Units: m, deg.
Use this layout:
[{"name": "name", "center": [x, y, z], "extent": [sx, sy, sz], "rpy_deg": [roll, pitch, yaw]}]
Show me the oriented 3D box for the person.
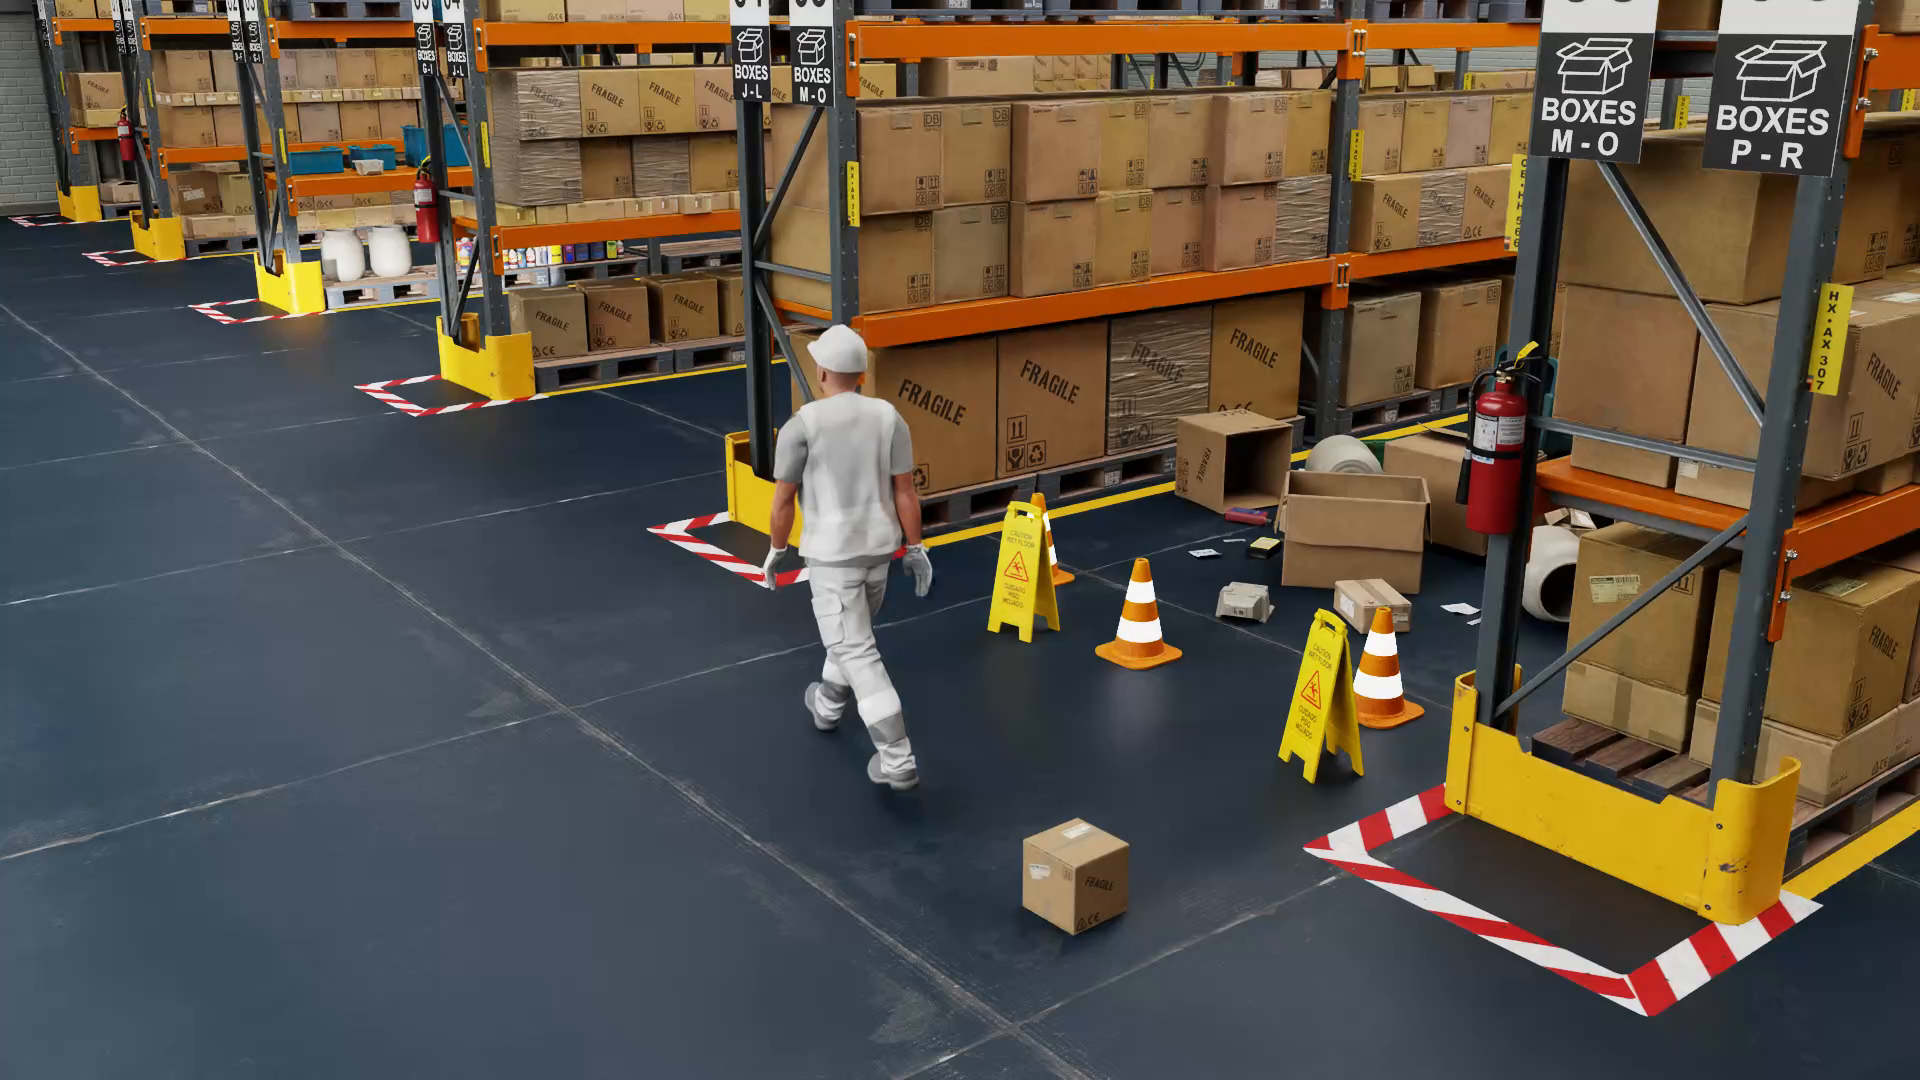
[{"name": "person", "center": [-0.440, 0.043, 6.415], "extent": [0.575, 1.738, 1.088], "rpy_deg": [-10, 20, -30]}]
